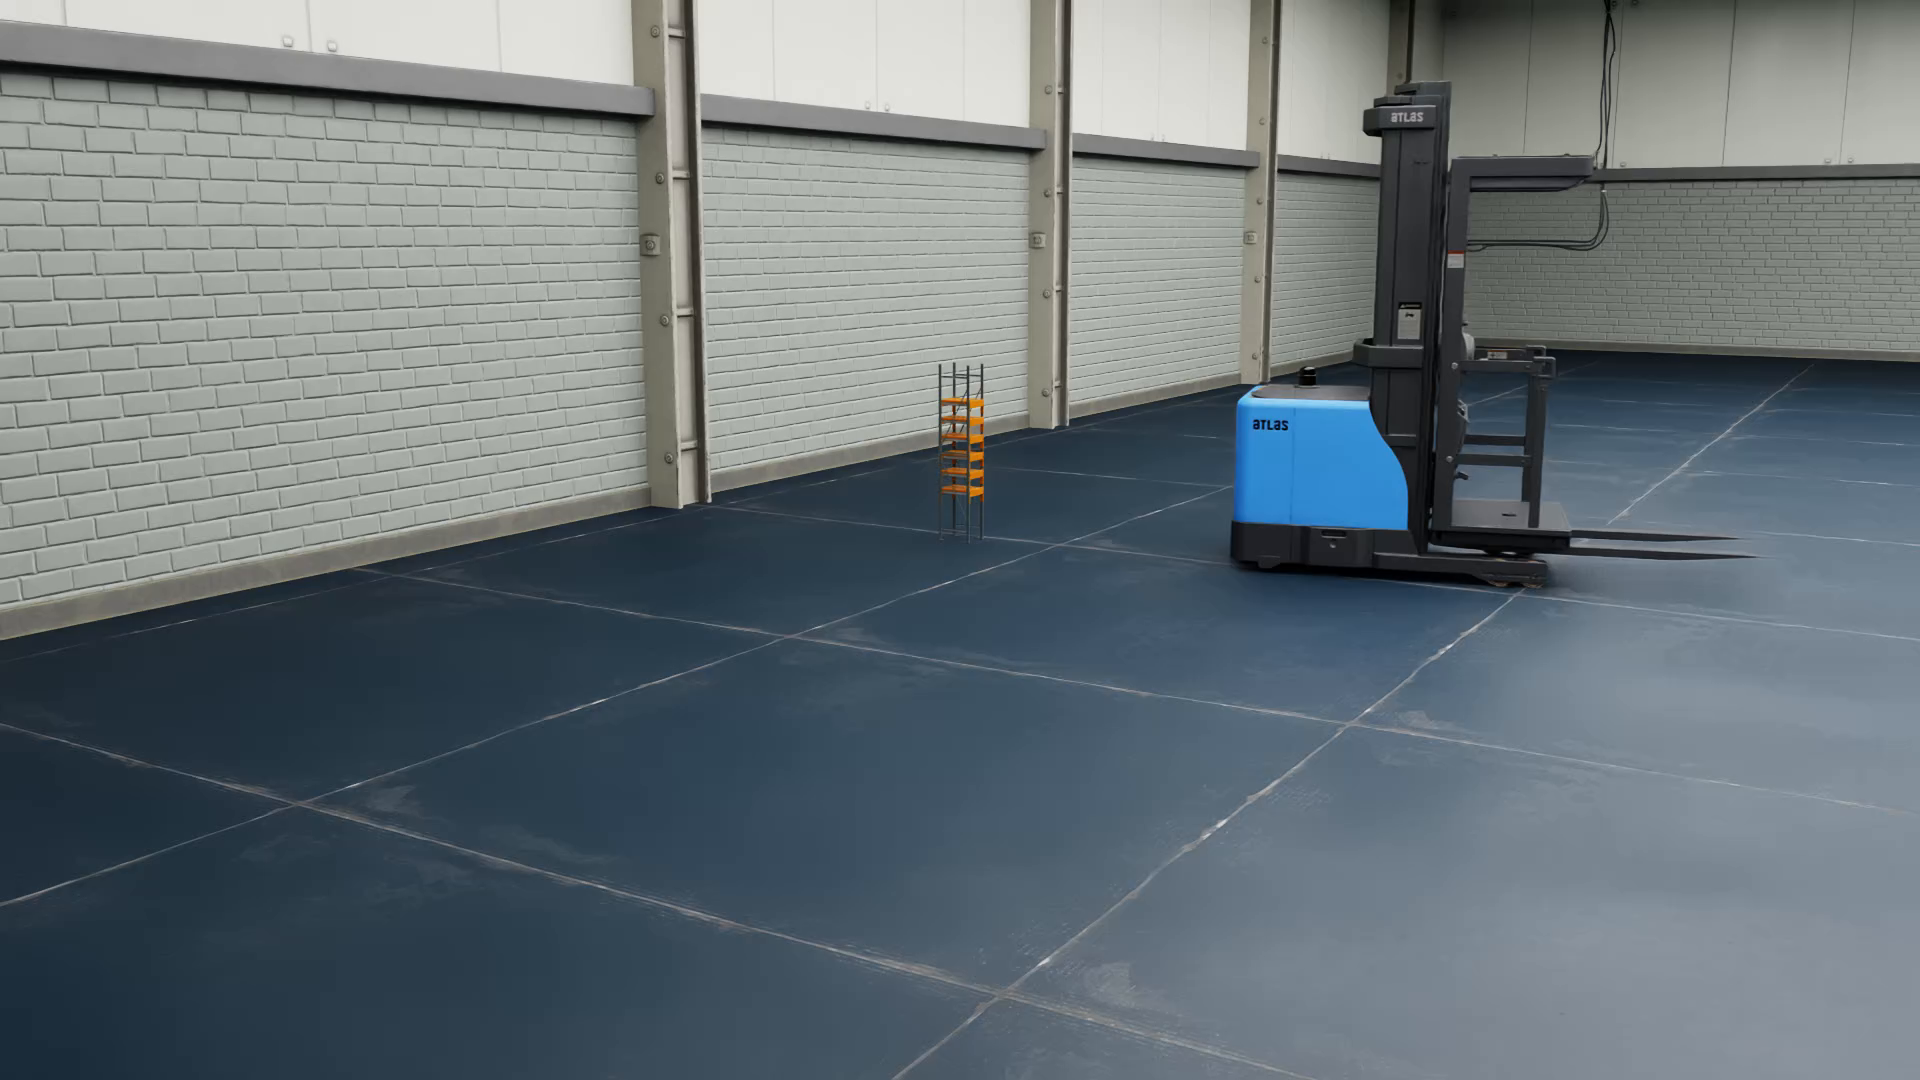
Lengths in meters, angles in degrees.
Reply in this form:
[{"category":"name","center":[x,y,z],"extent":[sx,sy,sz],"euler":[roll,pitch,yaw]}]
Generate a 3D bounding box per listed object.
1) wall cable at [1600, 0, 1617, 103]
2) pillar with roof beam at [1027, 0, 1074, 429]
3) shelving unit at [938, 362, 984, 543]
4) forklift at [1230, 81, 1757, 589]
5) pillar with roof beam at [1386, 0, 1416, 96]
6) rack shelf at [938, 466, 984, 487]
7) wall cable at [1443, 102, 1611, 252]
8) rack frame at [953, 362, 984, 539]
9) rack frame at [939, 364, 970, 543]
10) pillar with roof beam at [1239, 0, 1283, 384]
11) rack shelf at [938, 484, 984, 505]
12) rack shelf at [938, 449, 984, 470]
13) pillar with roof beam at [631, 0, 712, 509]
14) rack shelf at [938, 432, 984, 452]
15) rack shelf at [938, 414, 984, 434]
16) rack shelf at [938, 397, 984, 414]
[{"category":"wall cable","center":[12.150,-8.571,27.413],"extent":[3.097,2.526,0.112],"euler":[6,12,31]},{"category":"pillar with roof beam","center":[4.627,-5.238,14.895],"extent":[9.100,9.000,0.400],"euler":[6,12,31]},{"category":"shelving unit","center":[0.008,-0.592,11.270],"extent":[0.258,1.200,0.189],"euler":[6,12,31]},{"category":"forklift","center":[3.265,-1.262,10.147],"extent":[3.031,2.935,1.130],"euler":[3,11,16]},{"category":"pillar with roof beam","center":[10.857,-7.126,24.975],"extent":[9.100,9.000,0.400],"euler":[6,12,31]},{"category":"rack shelf","center":[0.008,-0.430,11.301],"extent":[0.258,0.103,0.180],"euler":[6,12,31]},{"category":"wall cable","center":[9.838,-6.348,29.258],"extent":[3.097,2.526,0.112],"euler":[6,12,31]},{"category":"rack frame","center":[0.055,-0.606,11.347],"extent":[0.240,1.200,0.006],"euler":[6,12,31]},{"category":"rack frame","center":[-0.040,-0.578,11.194],"extent":[0.240,1.200,0.006],"euler":[6,12,31]},{"category":"pillar with roof beam","center":[7.742,-6.182,19.935],"extent":[9.100,9.000,0.400],"euler":[6,12,31]},{"category":"rack shelf","center":[0.008,-0.312,11.323],"extent":[0.258,0.103,0.180],"euler":[6,12,31]},{"category":"rack shelf","center":[0.008,-0.548,11.279],"extent":[0.258,0.103,0.180],"euler":[6,12,31]},{"category":"pillar with roof beam","center":[1.512,-4.295,9.854],"extent":[9.100,9.000,0.400],"euler":[6,12,31]},{"category":"rack shelf","center":[0.008,-0.666,11.257],"extent":[0.258,0.103,0.180],"euler":[6,12,31]},{"category":"rack shelf","center":[0.008,-0.784,11.234],"extent":[0.258,0.103,0.180],"euler":[6,12,31]},{"category":"rack shelf","center":[0.008,-0.902,11.212],"extent":[0.258,0.103,0.180],"euler":[6,12,31]}]
